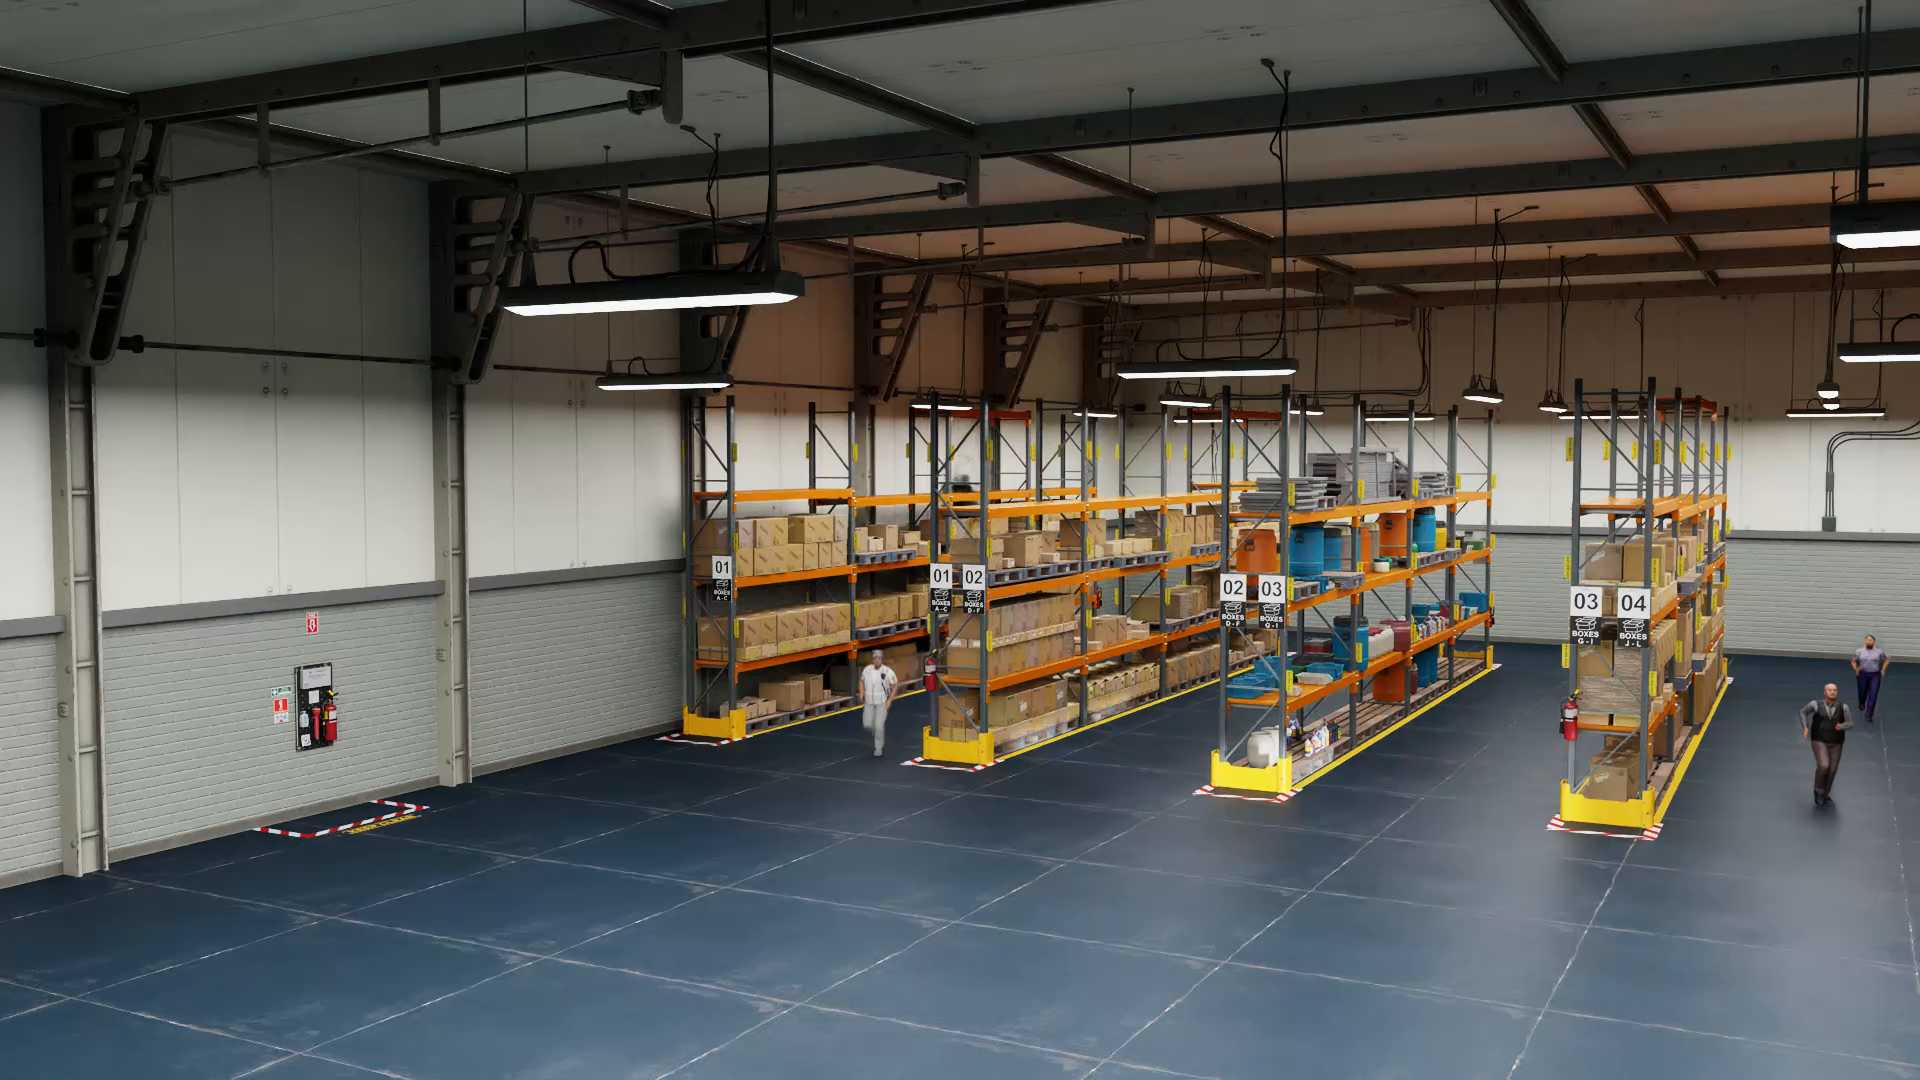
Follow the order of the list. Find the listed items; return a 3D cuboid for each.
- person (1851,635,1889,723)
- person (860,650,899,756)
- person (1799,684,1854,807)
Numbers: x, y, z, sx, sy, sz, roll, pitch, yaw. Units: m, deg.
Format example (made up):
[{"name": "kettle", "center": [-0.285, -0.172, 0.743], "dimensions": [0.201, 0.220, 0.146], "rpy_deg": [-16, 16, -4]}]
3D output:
[{"name": "person", "center": [16.995, 2.574, 31.058], "dimensions": [0.622, 1.605, 0.764], "rpy_deg": [2, 3, 27]}, {"name": "person", "center": [-1.379, 2.690, 27.646], "dimensions": [0.695, 1.748, 0.523], "rpy_deg": [1, 3, 19]}, {"name": "person", "center": [12.312, 2.906, 23.593], "dimensions": [0.640, 1.743, 0.696], "rpy_deg": [1, 3, 12]}]
